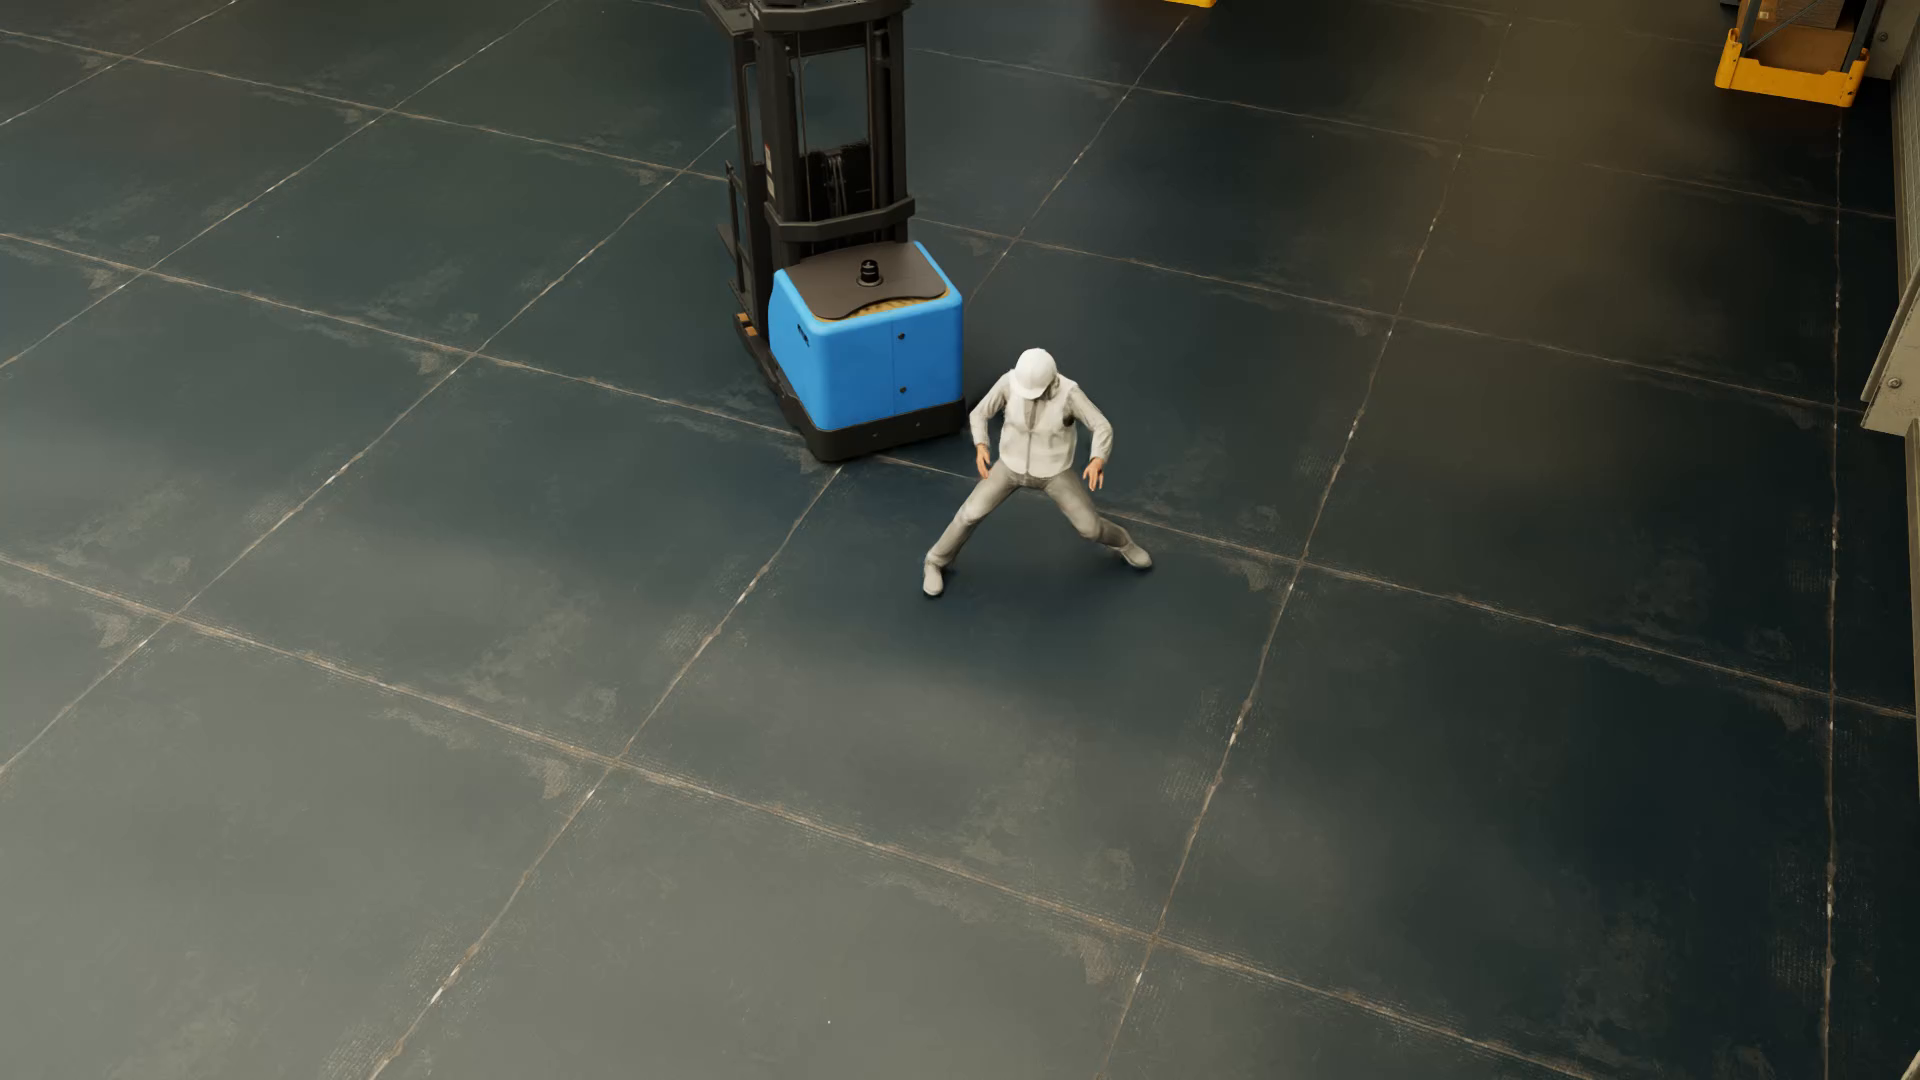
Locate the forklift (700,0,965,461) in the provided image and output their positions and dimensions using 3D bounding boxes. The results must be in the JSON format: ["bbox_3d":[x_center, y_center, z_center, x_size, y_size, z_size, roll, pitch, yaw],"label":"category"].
[{"bbox_3d":[-0.996,-2.584,11.093,1.130,2.935,3.031,-15,42,-17],"label":"forklift"}]

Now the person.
[{"bbox_3d":[0.459,-0.387,9.534,1.297,1.561,0.815,12,41,14],"label":"person"}]
